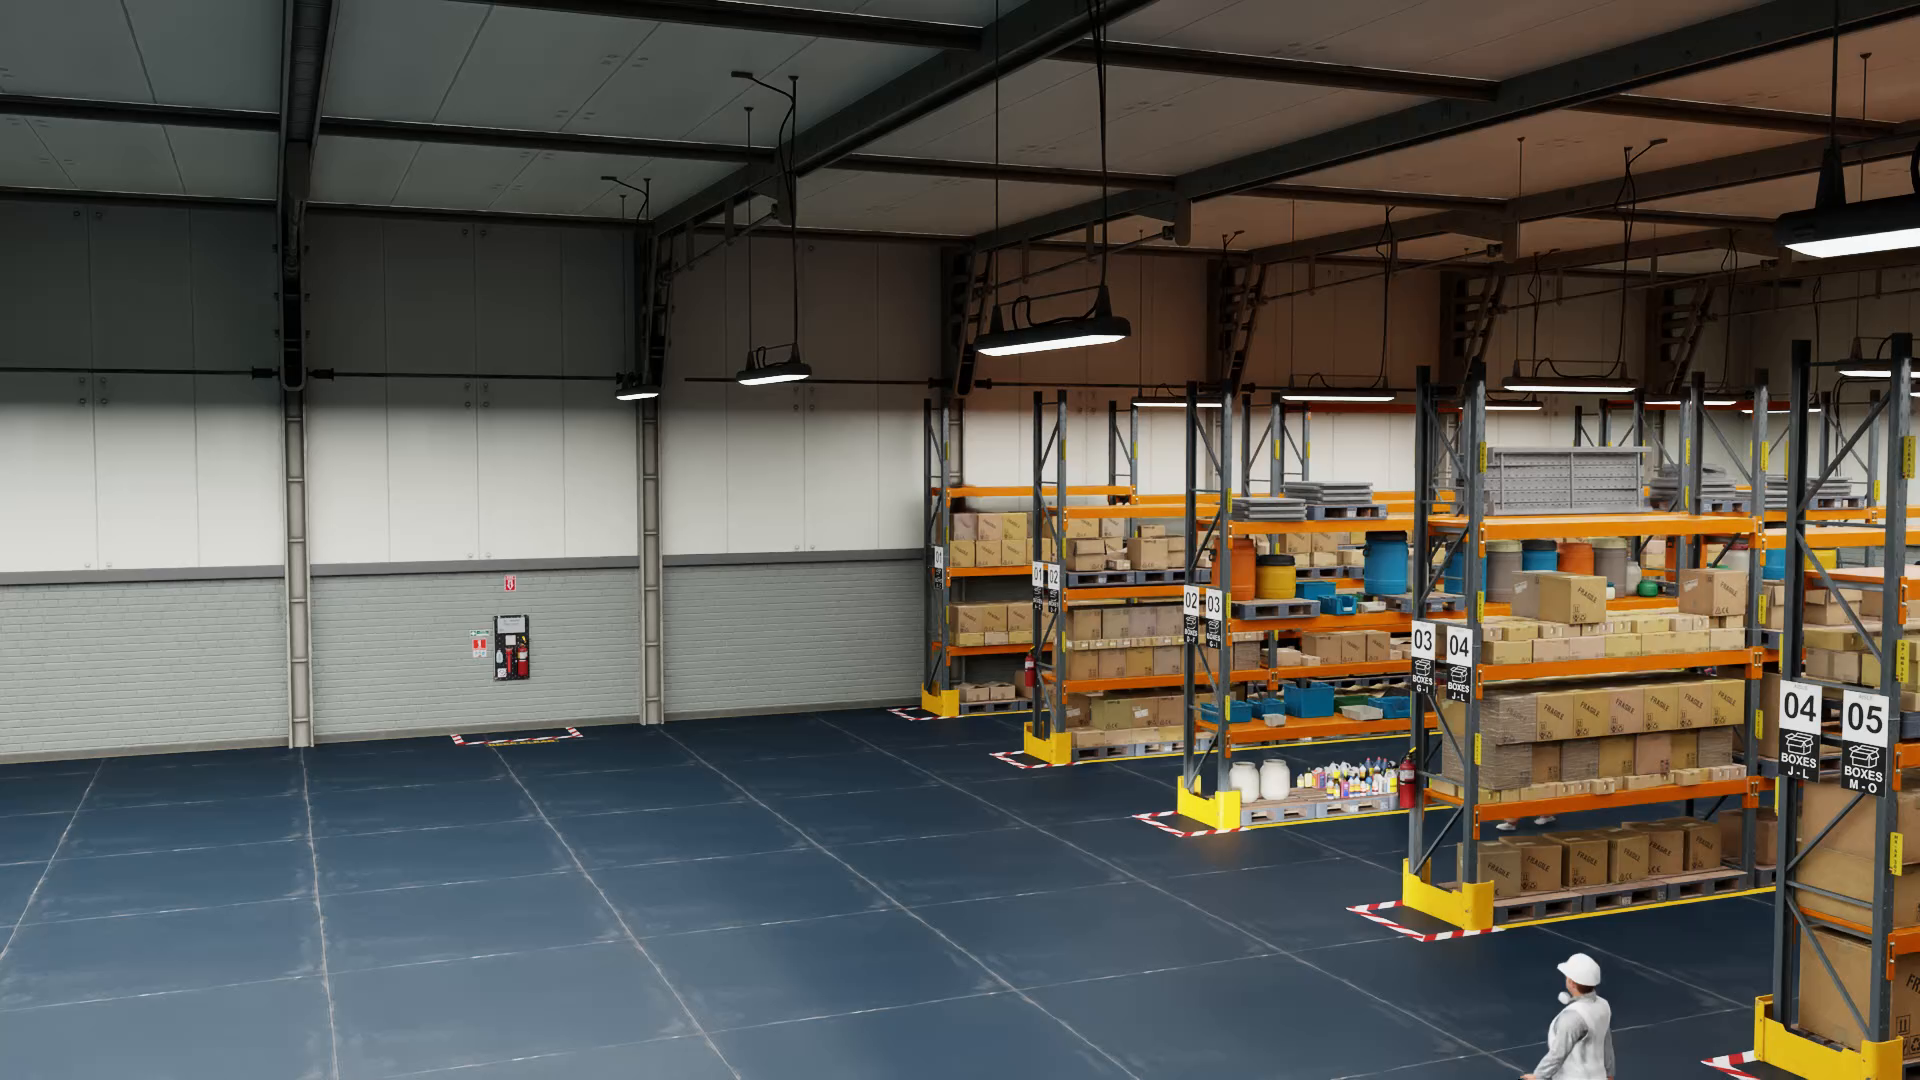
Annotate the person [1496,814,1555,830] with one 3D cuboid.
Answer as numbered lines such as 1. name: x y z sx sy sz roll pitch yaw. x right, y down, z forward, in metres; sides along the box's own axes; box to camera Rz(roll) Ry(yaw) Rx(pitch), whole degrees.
1. person: 7.560 3.038 22.167 0.984 1.623 0.546 -1 4 -17

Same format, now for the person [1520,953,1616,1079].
1. person: 4.079 3.620 11.179 1.037 1.714 0.496 1 3 12
